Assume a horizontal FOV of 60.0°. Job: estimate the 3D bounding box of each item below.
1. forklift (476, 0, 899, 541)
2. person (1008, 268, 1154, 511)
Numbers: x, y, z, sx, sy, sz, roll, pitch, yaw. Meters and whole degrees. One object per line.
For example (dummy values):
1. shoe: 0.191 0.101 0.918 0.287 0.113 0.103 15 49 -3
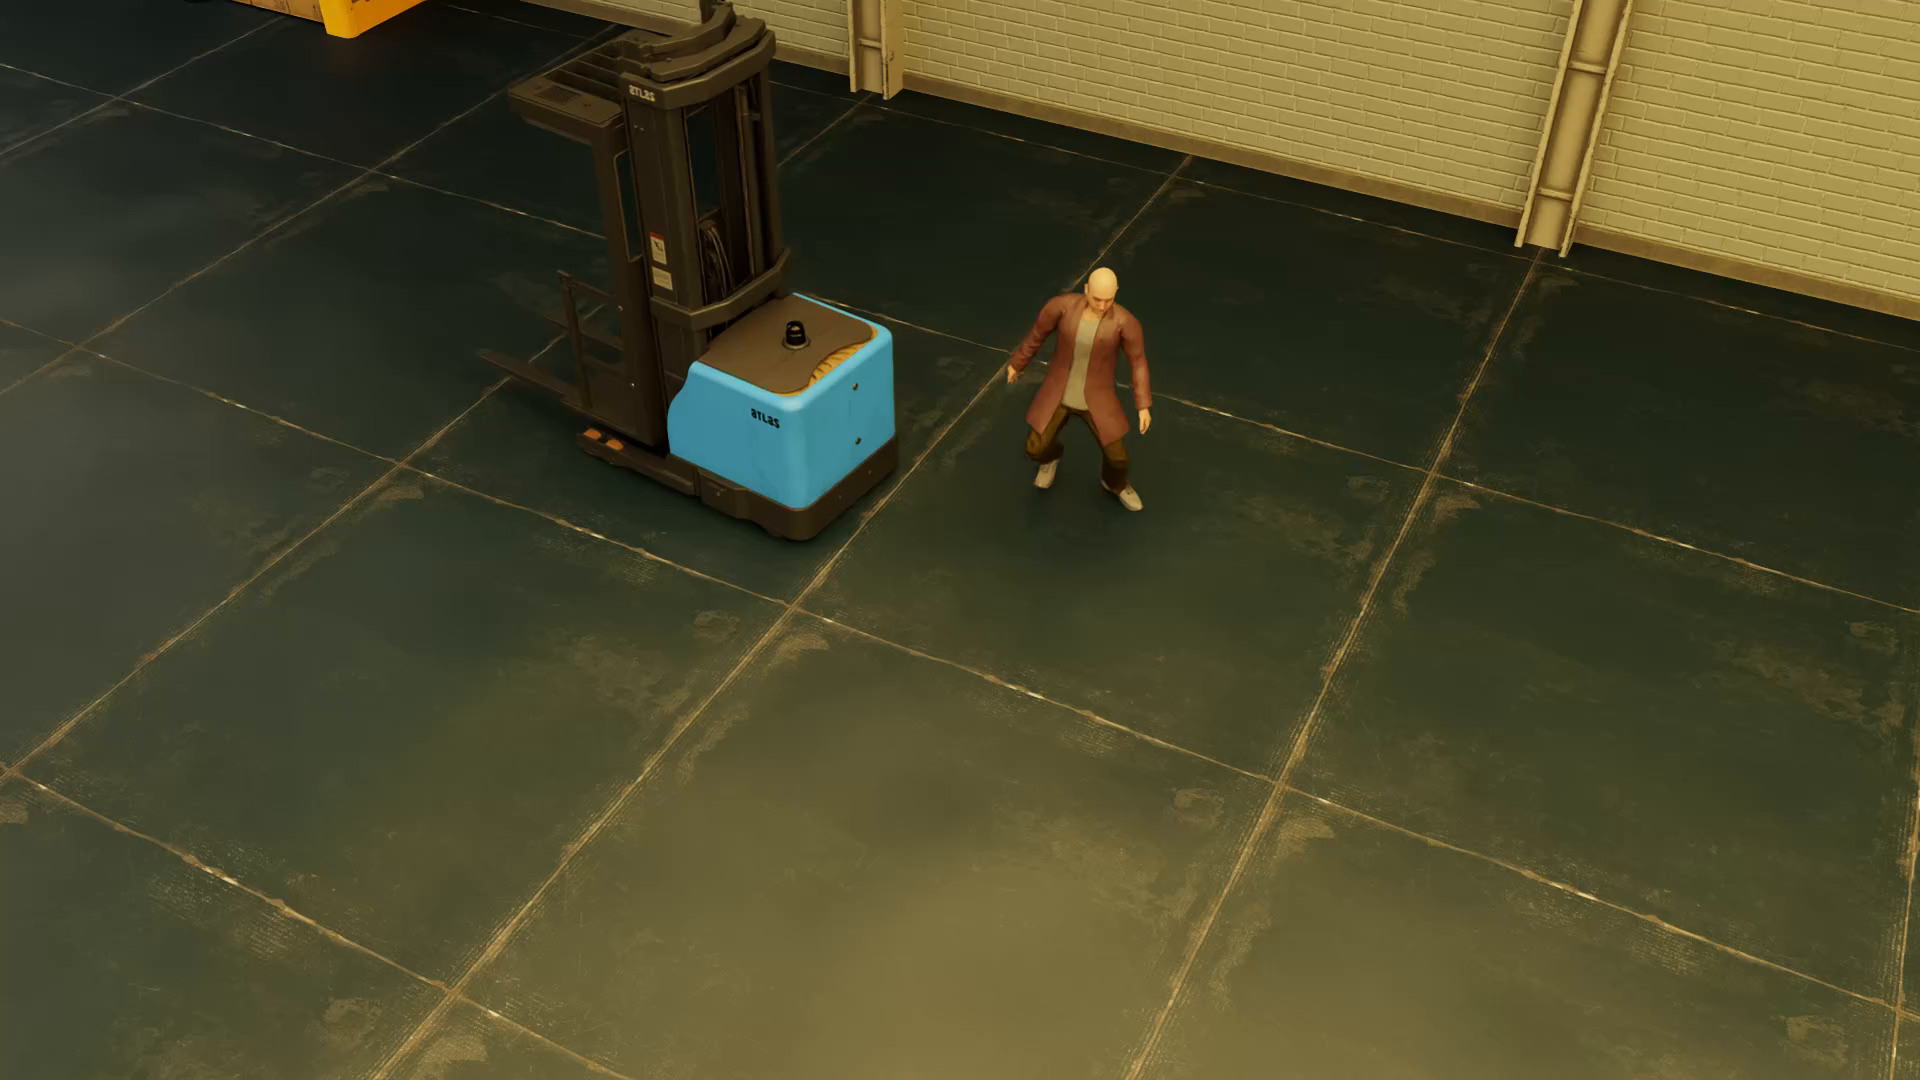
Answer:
1. forklift: -1.899 -1.866 10.202 3.031 2.935 1.130 24 46 26
2. person: 0.718 -0.922 10.059 0.939 1.687 0.577 13 42 15
